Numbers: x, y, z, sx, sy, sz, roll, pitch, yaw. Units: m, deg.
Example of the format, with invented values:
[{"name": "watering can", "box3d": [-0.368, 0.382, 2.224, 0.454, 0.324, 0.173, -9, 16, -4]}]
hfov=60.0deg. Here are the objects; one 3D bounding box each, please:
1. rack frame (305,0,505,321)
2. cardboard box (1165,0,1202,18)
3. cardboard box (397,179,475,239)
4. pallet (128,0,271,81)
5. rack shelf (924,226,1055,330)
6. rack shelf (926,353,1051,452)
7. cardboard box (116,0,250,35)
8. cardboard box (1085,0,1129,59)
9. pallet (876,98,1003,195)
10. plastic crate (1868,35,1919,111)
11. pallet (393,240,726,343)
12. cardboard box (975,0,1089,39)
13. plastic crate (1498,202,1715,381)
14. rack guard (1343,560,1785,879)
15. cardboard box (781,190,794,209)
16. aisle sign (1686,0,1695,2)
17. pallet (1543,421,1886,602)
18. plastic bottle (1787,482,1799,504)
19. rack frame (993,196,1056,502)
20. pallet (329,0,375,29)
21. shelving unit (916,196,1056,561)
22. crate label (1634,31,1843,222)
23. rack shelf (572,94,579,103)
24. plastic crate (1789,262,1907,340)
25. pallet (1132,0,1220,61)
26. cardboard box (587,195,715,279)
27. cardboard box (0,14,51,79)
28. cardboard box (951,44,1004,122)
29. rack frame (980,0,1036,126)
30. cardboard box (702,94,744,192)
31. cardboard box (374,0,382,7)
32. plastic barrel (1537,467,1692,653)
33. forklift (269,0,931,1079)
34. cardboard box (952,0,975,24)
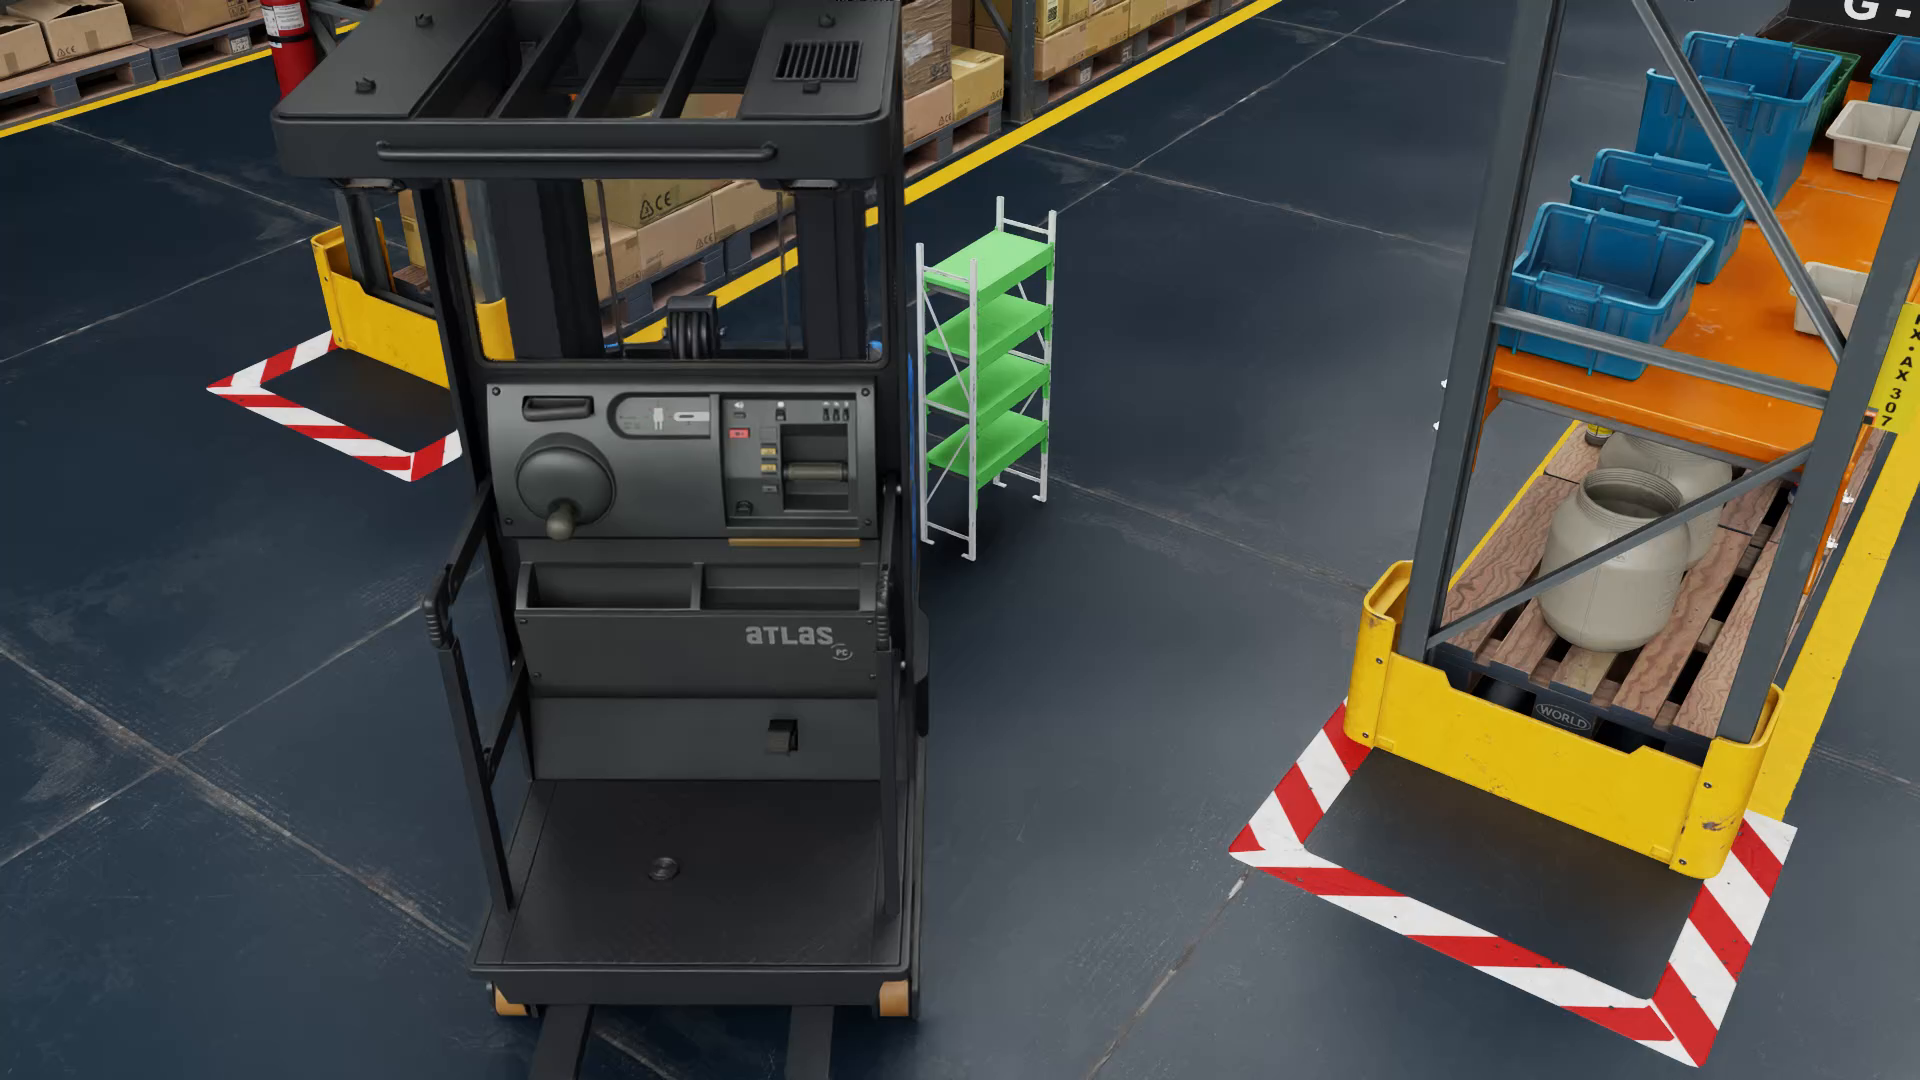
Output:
[{"name": "rack frame", "box3d": [-2.288, -2.049, 6.602, 1.000, 3.000, 0.127, 21, 39, 28]}, {"name": "cardboard box", "box3d": [1.303, -3.739, 11.181, 0.500, 0.250, 0.500, 22, 40, 29]}, {"name": "cardboard box", "box3d": [-2.227, -1.736, 7.550, 0.500, 0.500, 0.500, 21, 39, 28]}, {"name": "pallet", "box3d": [-5.128, -3.431, 11.135, 1.003, 0.211, 1.213, 21, 39, 28]}, {"name": "rack shelf", "box3d": [0.094, -0.918, 5.793, 0.258, 0.148, 0.480, 21, 39, 28]}, {"name": "rack shelf", "box3d": [0.094, -0.520, 6.062, 0.258, 0.148, 0.480, 21, 39, 28]}, {"name": "cardboard box", "box3d": [-5.107, -3.650, 10.808, 0.700, 0.500, 0.500, 19, 38, 25]}, {"name": "cardboard box", "box3d": [0.719, -3.266, 10.481, 0.500, 0.250, 0.500, 22, 40, 29]}, {"name": "pallet", "box3d": [-0.495, -2.382, 9.583, 1.003, 0.211, 1.213, 21, 39, 28]}, {"name": "plastic crate", "box3d": [3.652, -1.648, 6.142, 0.499, 0.251, 0.616, 21, 39, 28]}, {"name": "pallet", "box3d": [-1.886, -1.259, 7.923, 1.003, 0.211, 1.213, 21, 39, 28]}, {"name": "cardboard box", "box3d": [0.433, -3.267, 9.983, 0.500, 0.311, 0.500, 21, 40, 28]}, {"name": "plastic crate", "box3d": [1.819, -0.729, 4.783, 0.499, 0.251, 0.616, 21, 39, 28]}, {"name": "rack guard", "box3d": [1.784, 0.521, 5.034, 1.175, 0.500, 0.348, 21, 39, 28]}, {"name": "cardboard box", "box3d": [-0.943, -1.949, 8.534, 0.500, 0.250, 0.500, 21, 39, 28]}, {"name": "aisle sign", "box3d": [1.494, -1.603, 3.623, 0.394, 0.787, 0.004, 21, 39, 28]}, {"name": "pallet", "box3d": [2.948, -0.291, 6.492, 1.003, 0.211, 1.213, 21, 39, 28]}, {"name": "plastic bottle", "box3d": [3.069, -0.252, 5.987, 0.097, 0.271, 0.097, 0, 34, 0]}, {"name": "rack frame", "box3d": [0.234, -0.685, 6.193, 0.240, 1.200, 0.015, 21, 39, 28]}, {"name": "pallet", "box3d": [-4.433, -3.994, 11.968, 1.003, 0.211, 1.213, 21, 39, 28]}, {"name": "shelving unit", "box3d": [0.094, -0.573, 6.027, 0.258, 1.200, 0.503, 21, 39, 28]}, {"name": "crate label", "box3d": [2.607, -1.413, 5.630, 0.502, 0.435, 0.616, 21, 39, 28]}, {"name": "rack shelf", "box3d": [-1.147, -2.671, 8.164, 1.077, 0.370, 4.000, 21, 39, 28]}, {"name": "plastic crate", "box3d": [2.554, -0.665, 4.790, 0.298, 0.136, 0.250, 21, 39, 28]}, {"name": "pallet", "box3d": [1.076, -3.650, 11.458, 1.003, 0.211, 1.213, 21, 39, 28]}, {"name": "cardboard box", "box3d": [-1.517, -1.491, 7.856, 0.500, 0.250, 0.500, 21, 39, 28]}, {"name": "cardboard box", "box3d": [-5.891, -2.987, 9.997, 0.500, 0.311, 0.500, 17, 37, 23]}, {"name": "cardboard box", "box3d": [-0.092, -2.641, 9.558, 0.500, 0.250, 0.500, 21, 39, 28]}, {"name": "rack frame", "box3d": [-0.007, -3.889, 9.324, 1.000, 3.000, 0.127, 21, 39, 28]}, {"name": "cardboard box", "box3d": [-1.241, -2.035, 7.992, 0.500, 0.500, 0.500, 21, 39, 28]}, {"name": "cardboard box", "box3d": [-2.011, -2.301, 6.885, 0.700, 0.500, 0.500, 21, 39, 28]}, {"name": "plastic barrel", "box3d": [2.092, 0.065, 5.323, 0.421, 0.512, 0.421, 0, 34, 0]}, {"name": "forklift", "box3d": [-0.666, -0.134, 3.831, 1.130, 2.935, 3.031, 0, 34, 0]}, {"name": "cardboard box", "box3d": [-0.012, -3.435, 10.230, 0.500, 0.311, 0.500, 21, 39, 28]}]
